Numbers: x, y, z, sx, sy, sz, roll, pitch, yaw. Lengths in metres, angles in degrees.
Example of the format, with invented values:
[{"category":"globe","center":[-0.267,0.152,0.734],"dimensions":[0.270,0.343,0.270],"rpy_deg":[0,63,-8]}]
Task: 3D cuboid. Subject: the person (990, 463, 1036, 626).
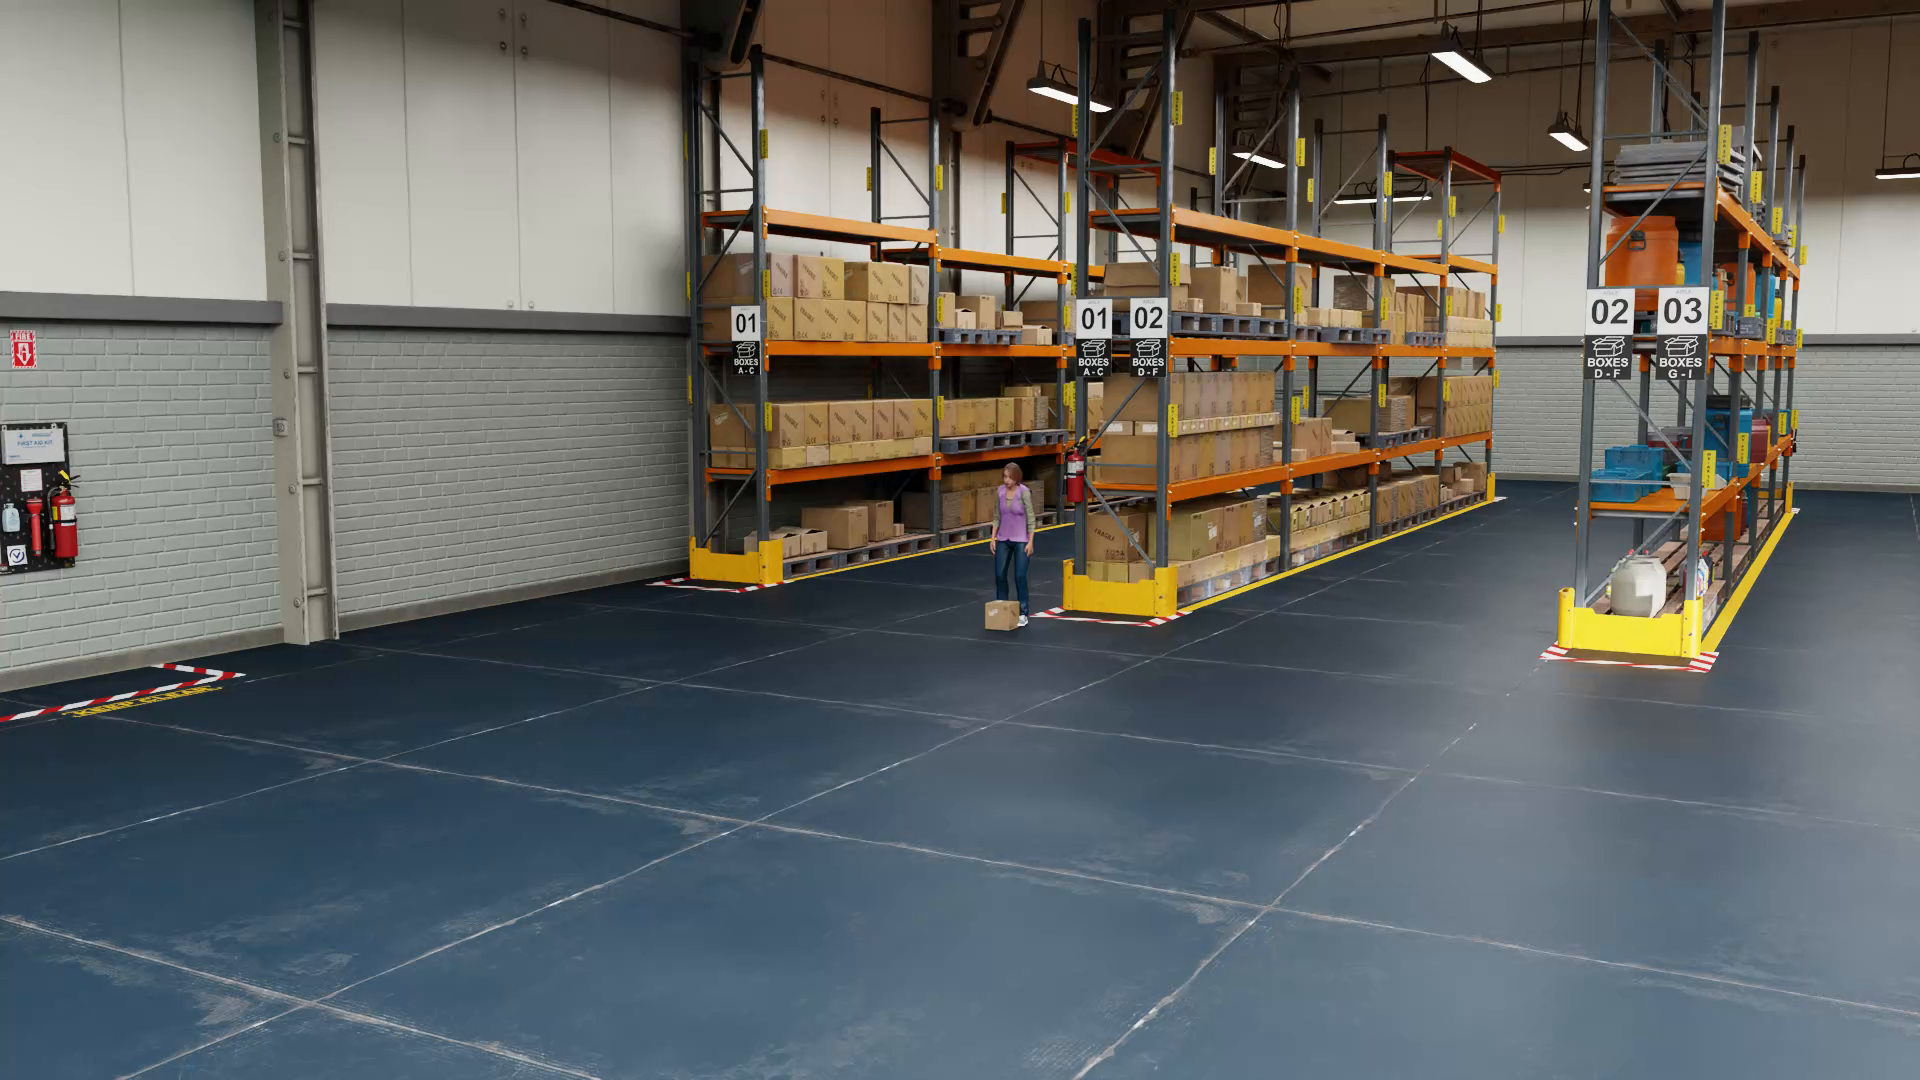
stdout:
[{"category":"person","center":[0.514,0.038,16.217],"dimensions":[0.467,1.592,0.349],"rpy_deg":[3,7,28]}]
